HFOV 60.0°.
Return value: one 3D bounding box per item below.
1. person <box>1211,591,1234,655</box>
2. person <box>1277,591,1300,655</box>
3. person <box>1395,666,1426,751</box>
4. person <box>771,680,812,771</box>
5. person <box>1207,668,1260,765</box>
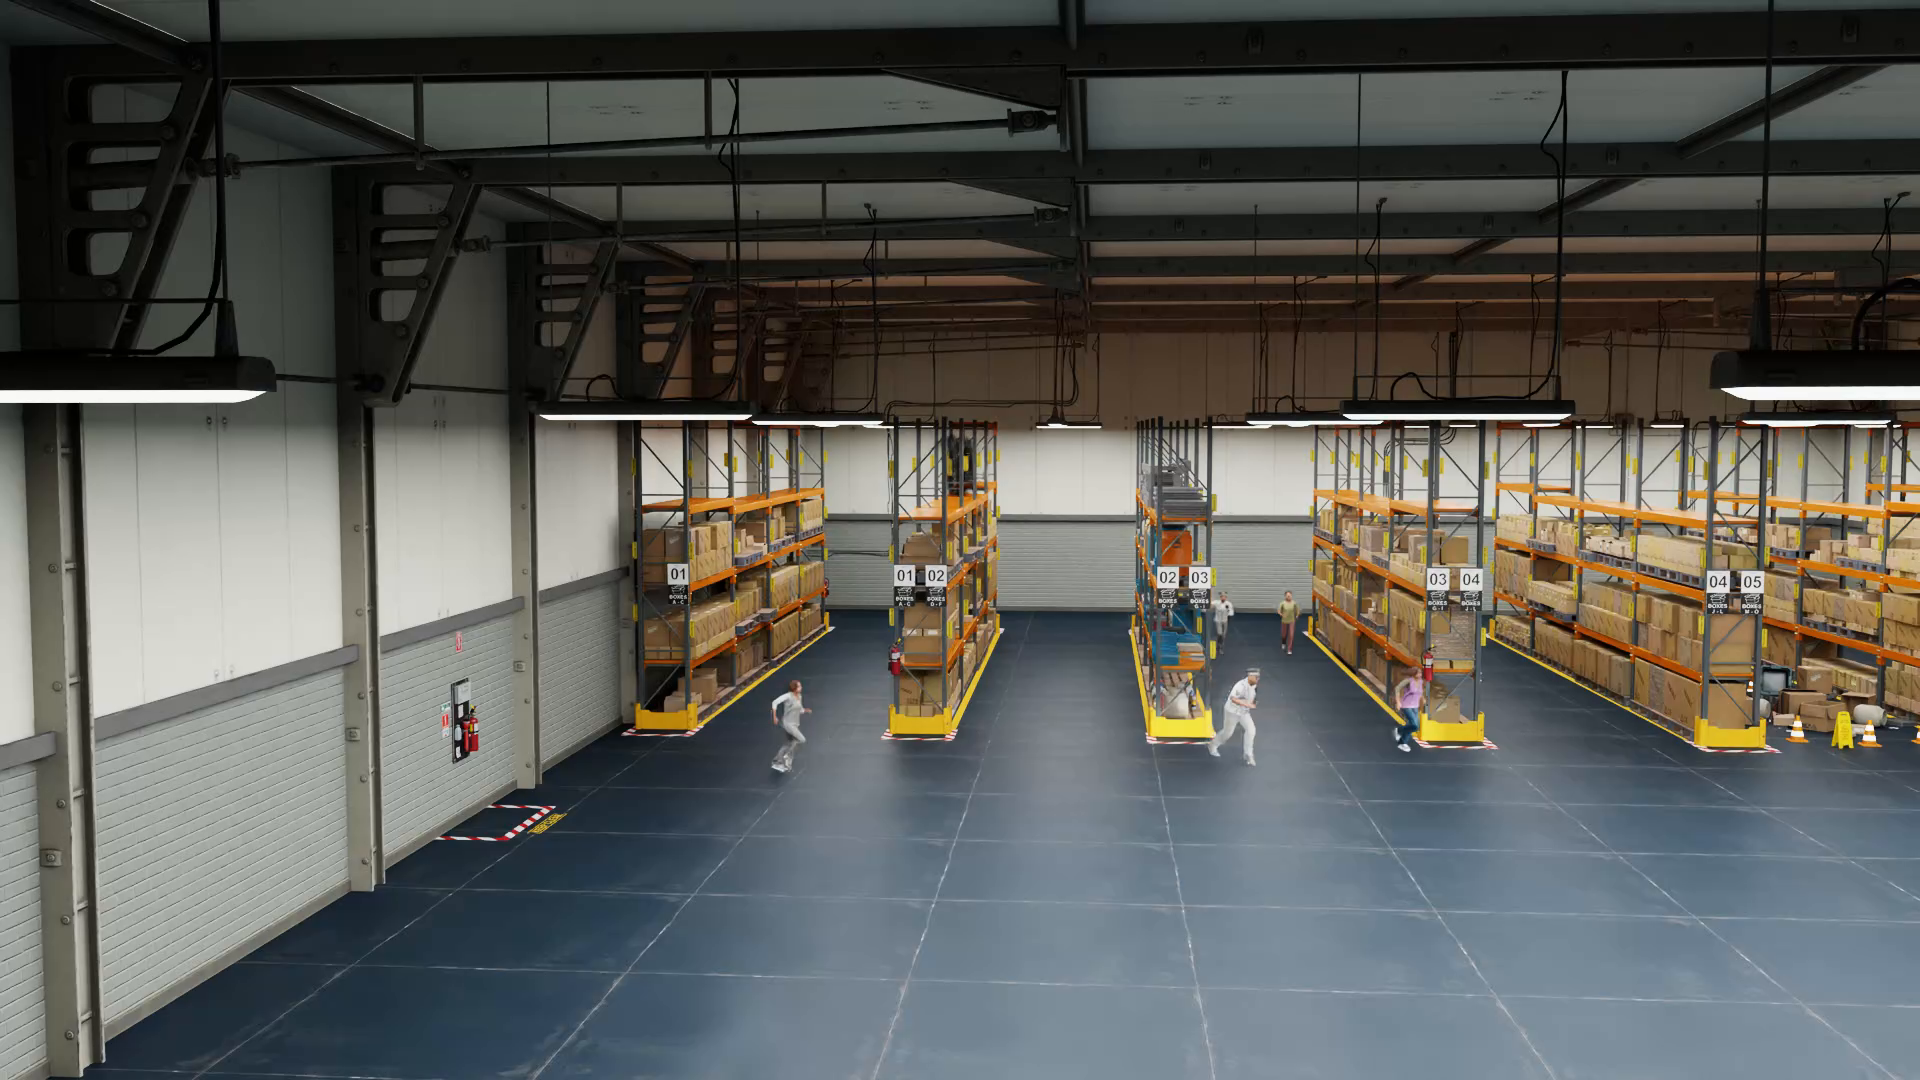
[{"bbox_3d":[6.657,2.107,42.399,0.641,1.657,0.775,0,4,1],"label":"person"},{"bbox_3d":[8.446,2.118,42.720,0.588,1.628,0.758,0,4,5],"label":"person"},{"bbox_3d":[8.083,3.009,29.799,0.514,1.537,0.596,-3,5,-34],"label":"person"},{"bbox_3d":[-2.818,3.111,27.800,0.721,1.549,0.566,2,4,25],"label":"person"},{"bbox_3d":[4.757,3.039,28.847,1.018,1.722,0.706,3,5,41],"label":"person"}]
